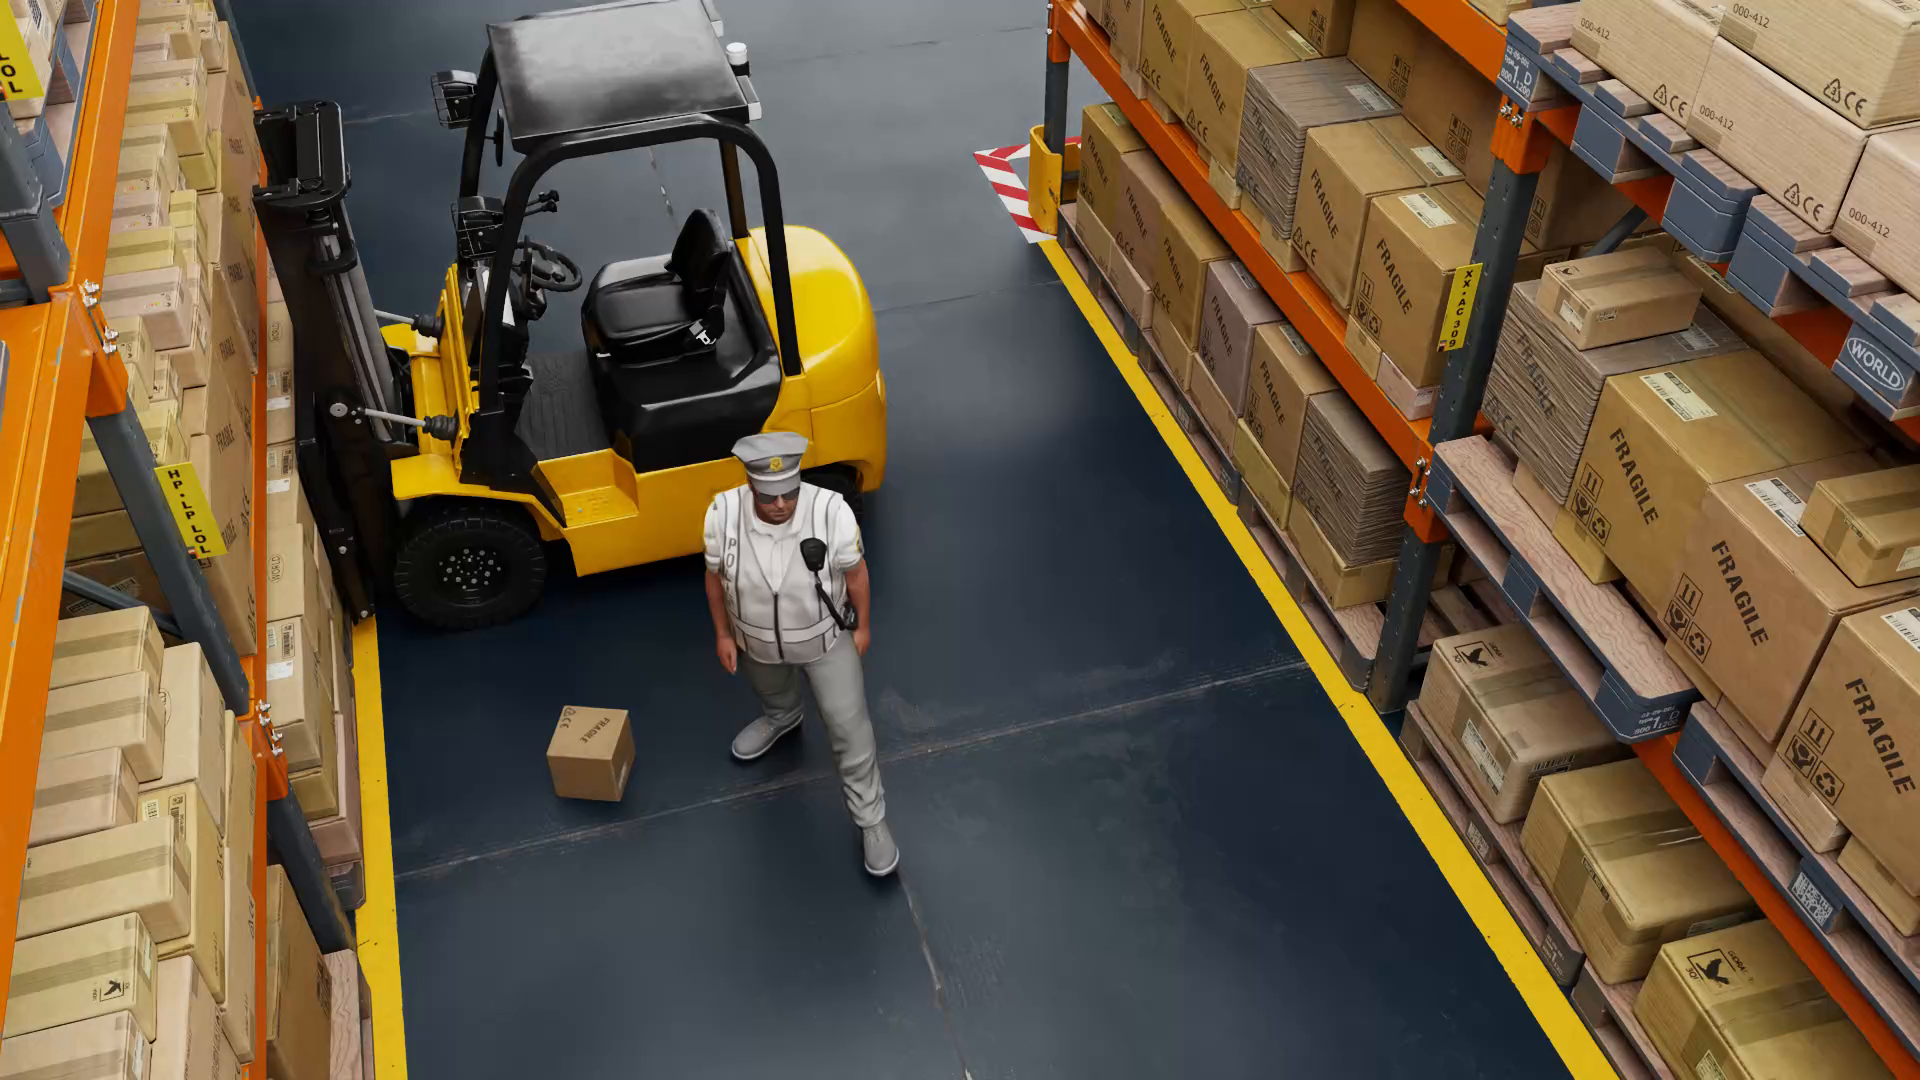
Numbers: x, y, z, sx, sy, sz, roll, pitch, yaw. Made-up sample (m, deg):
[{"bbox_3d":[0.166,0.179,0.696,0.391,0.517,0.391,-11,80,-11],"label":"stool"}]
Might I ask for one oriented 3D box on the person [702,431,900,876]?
[{"bbox_3d":[-0.549,0.336,5.758,0.714,1.733,0.844,3,42,3],"label":"person"}]
